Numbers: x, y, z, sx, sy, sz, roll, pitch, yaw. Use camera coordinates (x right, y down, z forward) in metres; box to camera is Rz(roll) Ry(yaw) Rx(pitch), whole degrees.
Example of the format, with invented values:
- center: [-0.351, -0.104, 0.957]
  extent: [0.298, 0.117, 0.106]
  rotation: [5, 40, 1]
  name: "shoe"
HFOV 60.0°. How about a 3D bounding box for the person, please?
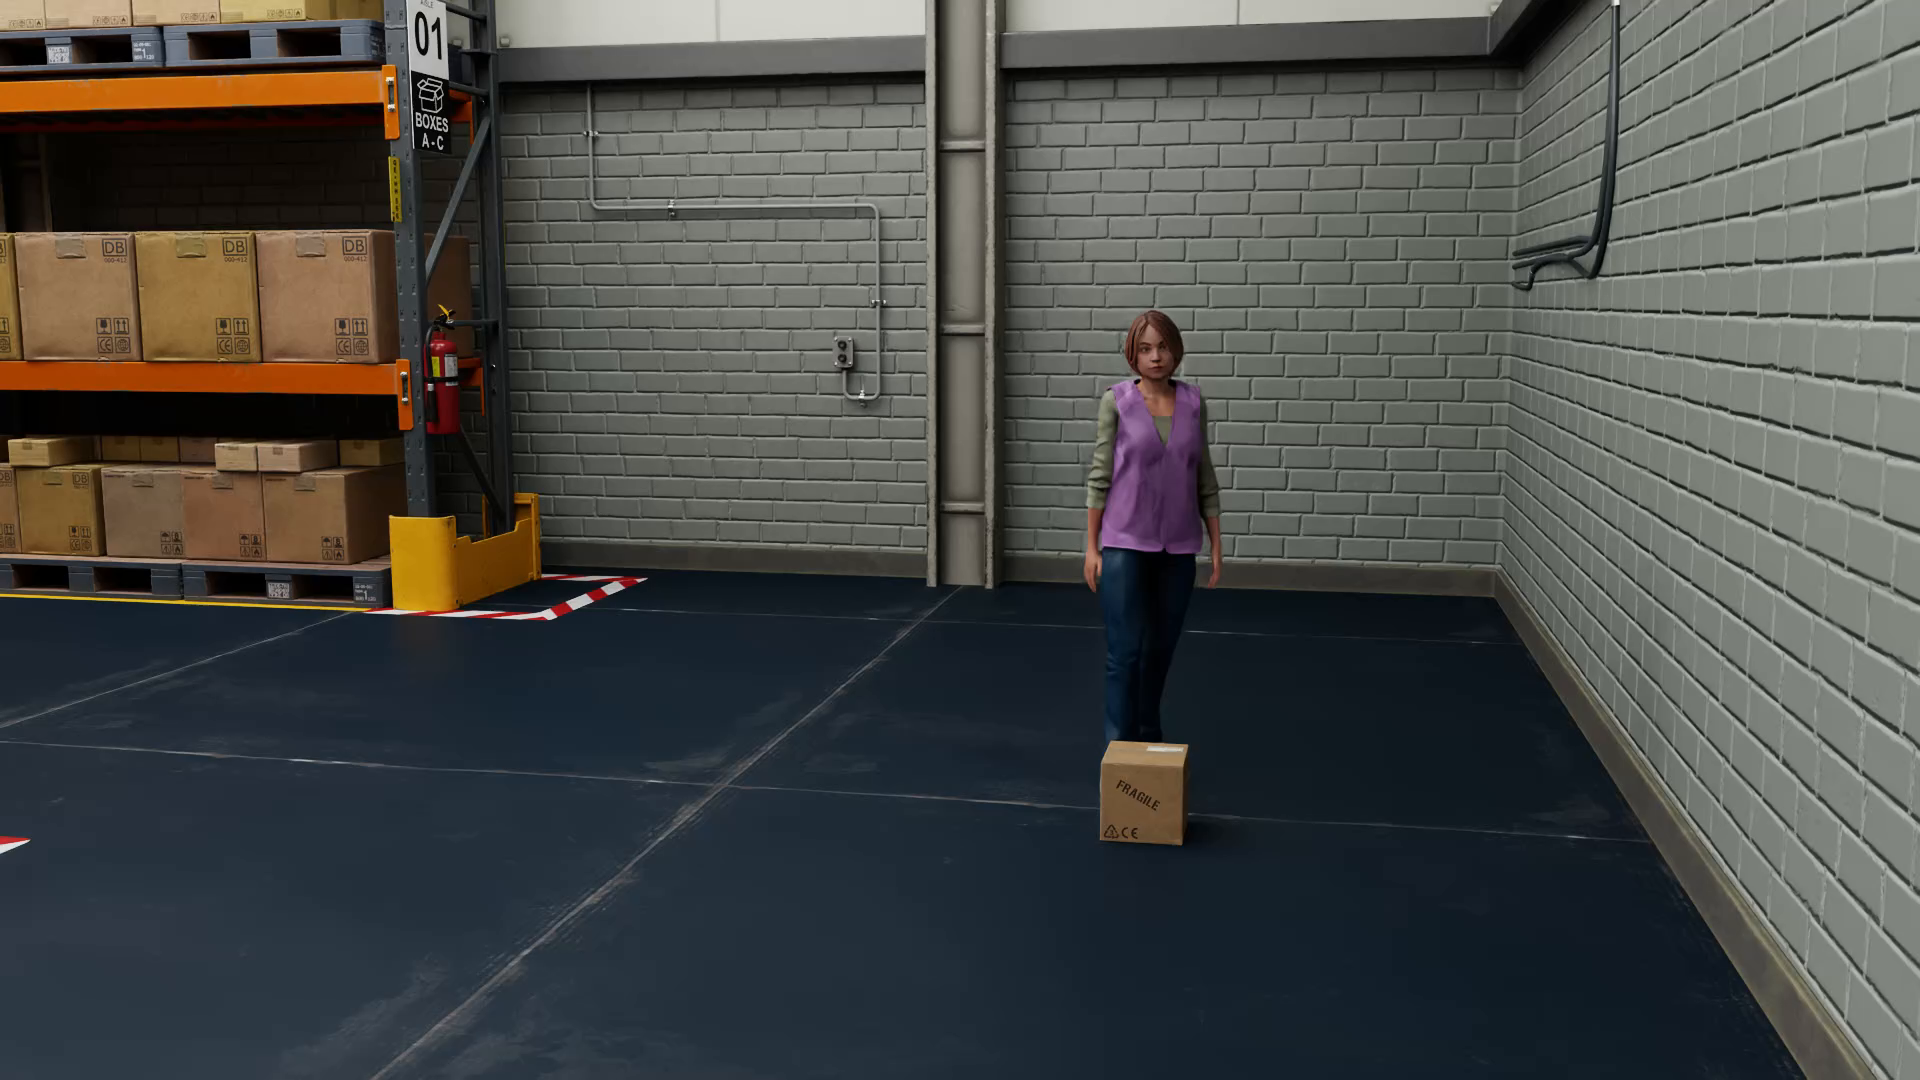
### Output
- center: [0.658, 0.050, 5.468]
  extent: [0.453, 1.597, 0.532]
  rotation: [-2, 8, -15]
  name: "person"
